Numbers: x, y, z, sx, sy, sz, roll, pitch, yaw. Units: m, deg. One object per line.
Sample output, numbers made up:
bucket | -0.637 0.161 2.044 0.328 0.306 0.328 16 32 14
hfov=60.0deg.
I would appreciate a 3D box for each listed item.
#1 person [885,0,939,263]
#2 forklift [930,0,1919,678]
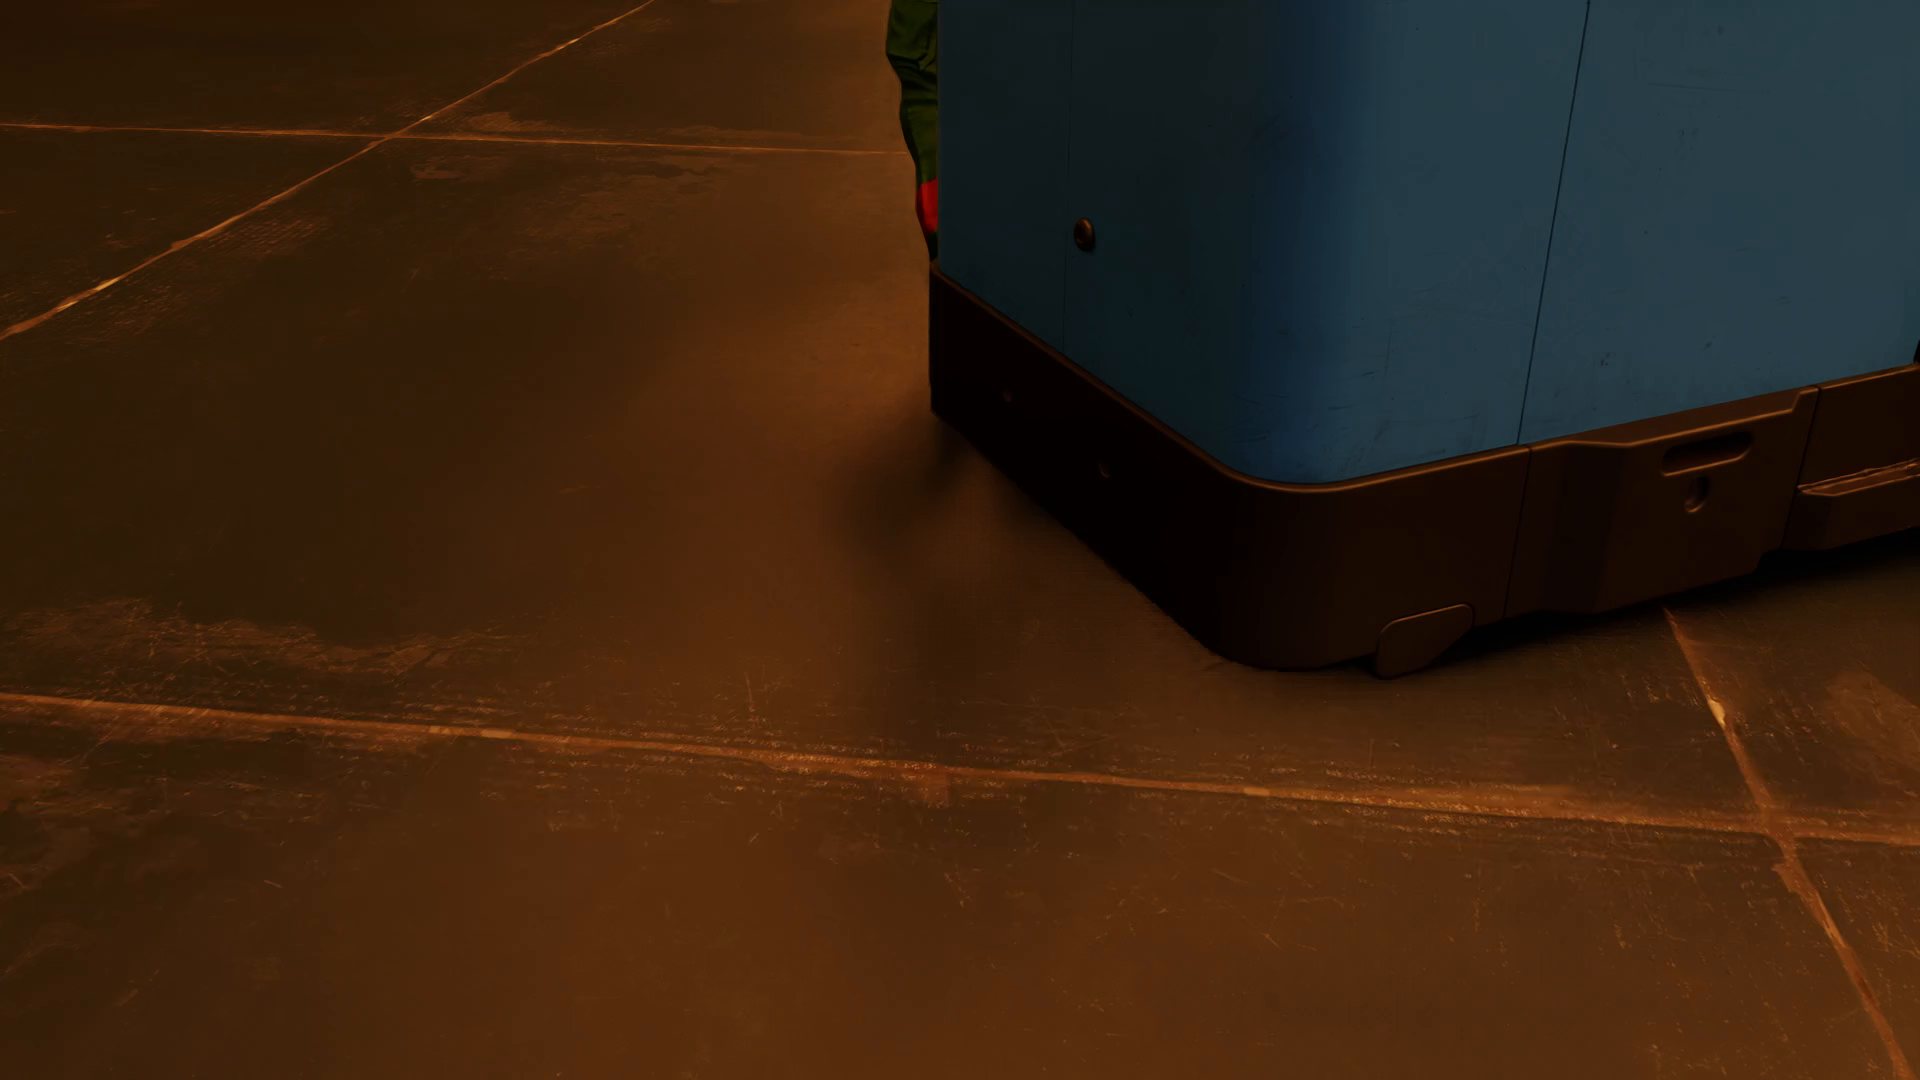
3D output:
person | 0.154 -1.211 3.059 0.806 1.764 0.838 -10 28 -19
forklift | 1.513 -1.566 2.356 3.031 2.935 1.130 -11 29 -22
